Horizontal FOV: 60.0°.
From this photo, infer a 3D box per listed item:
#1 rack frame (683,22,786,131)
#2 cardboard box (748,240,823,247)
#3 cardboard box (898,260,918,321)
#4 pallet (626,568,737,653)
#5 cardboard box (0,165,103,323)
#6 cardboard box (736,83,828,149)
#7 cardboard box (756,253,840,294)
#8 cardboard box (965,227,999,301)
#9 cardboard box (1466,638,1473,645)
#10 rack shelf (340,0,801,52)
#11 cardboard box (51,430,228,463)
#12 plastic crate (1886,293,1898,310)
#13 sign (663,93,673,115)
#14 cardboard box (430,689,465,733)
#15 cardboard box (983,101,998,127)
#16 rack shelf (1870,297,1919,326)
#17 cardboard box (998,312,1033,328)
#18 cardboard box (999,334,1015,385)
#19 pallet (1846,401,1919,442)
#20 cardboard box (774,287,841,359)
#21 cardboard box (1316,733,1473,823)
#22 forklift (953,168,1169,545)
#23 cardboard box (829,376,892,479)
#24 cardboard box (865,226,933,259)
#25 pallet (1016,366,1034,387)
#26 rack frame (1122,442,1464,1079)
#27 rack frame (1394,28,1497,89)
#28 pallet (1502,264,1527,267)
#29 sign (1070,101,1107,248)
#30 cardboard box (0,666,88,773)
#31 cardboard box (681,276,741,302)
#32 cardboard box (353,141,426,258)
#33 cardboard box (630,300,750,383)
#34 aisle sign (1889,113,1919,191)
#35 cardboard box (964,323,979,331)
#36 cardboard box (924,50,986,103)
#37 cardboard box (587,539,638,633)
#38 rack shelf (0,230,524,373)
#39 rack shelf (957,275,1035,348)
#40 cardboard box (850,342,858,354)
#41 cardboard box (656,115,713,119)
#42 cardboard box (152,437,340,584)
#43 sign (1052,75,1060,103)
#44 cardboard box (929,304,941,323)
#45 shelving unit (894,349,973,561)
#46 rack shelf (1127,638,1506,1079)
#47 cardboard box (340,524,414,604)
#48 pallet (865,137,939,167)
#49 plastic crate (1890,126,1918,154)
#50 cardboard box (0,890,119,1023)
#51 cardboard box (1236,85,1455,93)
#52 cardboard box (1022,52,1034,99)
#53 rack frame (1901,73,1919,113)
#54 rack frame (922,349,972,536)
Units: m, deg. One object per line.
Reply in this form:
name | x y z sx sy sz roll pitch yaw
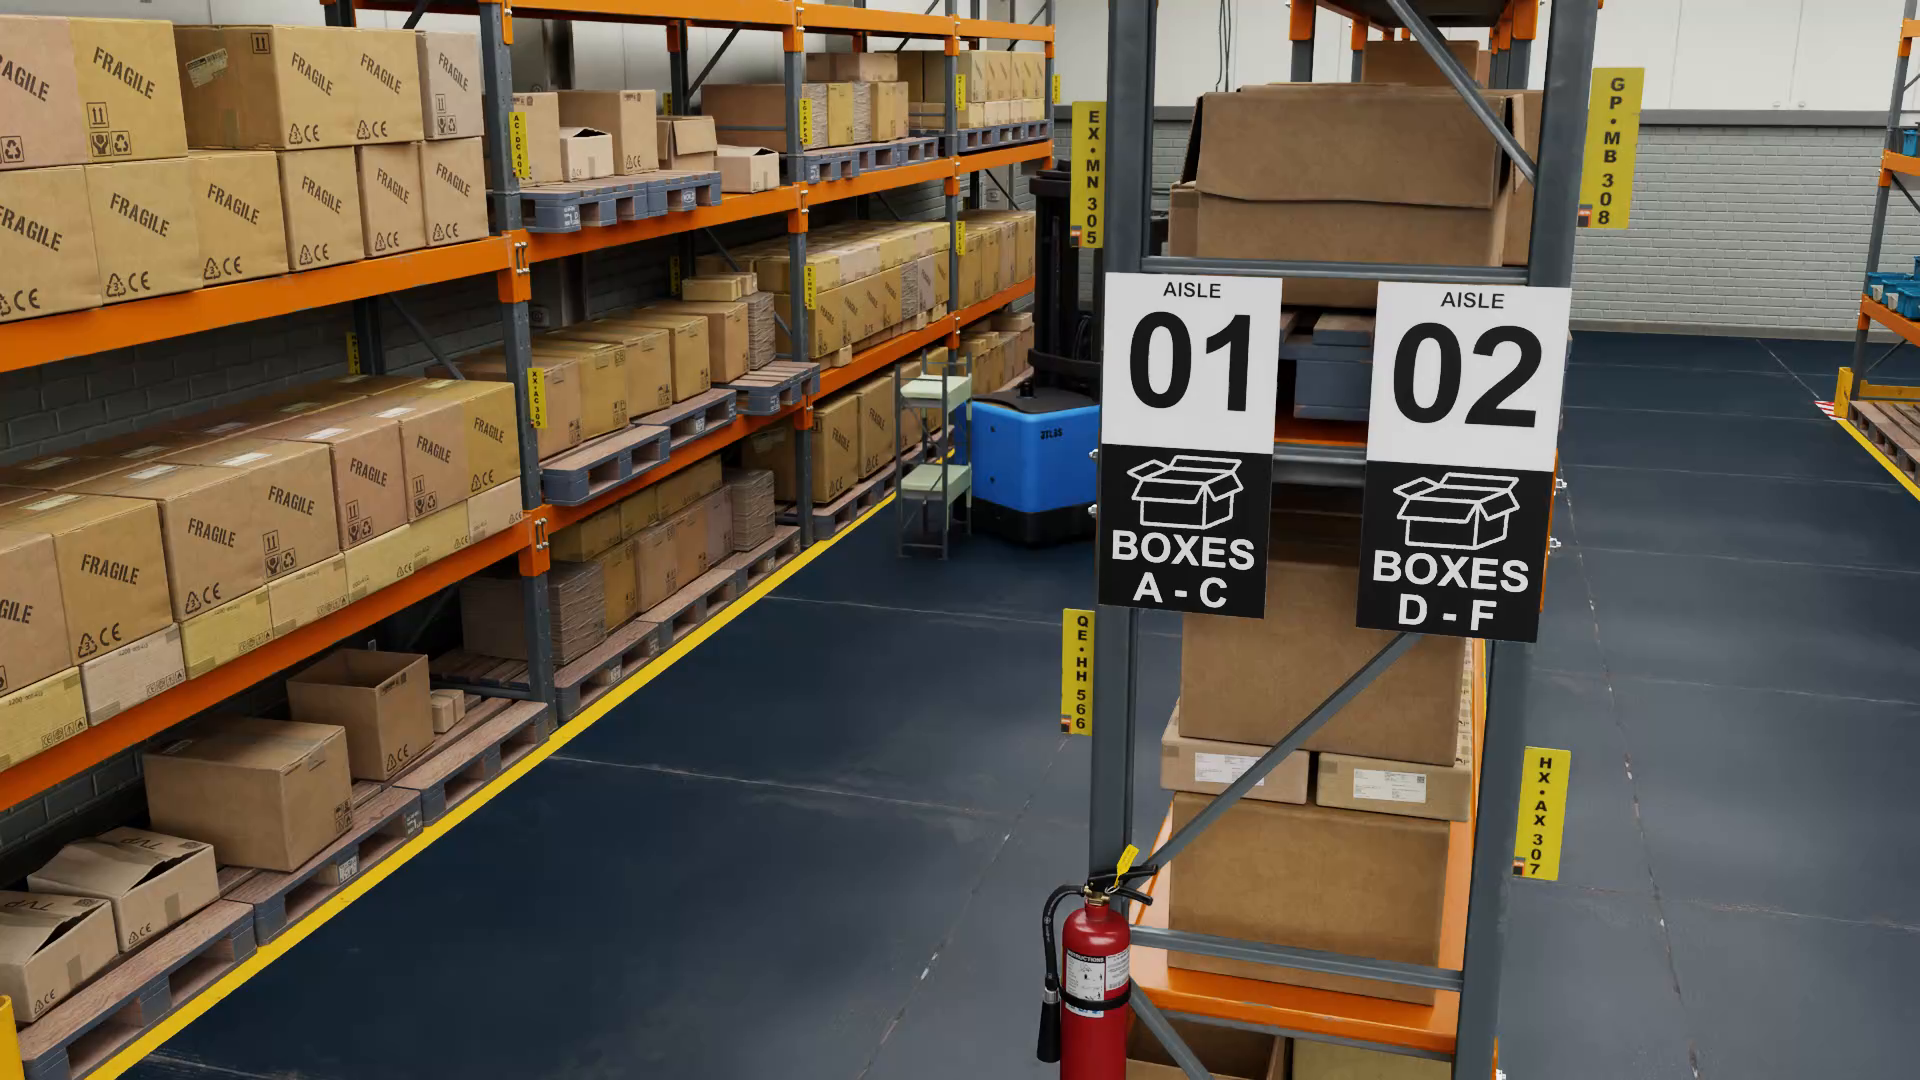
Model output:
rack frame | -1.655 -4.316 12.055 0.949 2.616 0.053 5 16 16
cardboard box | -1.479 -2.400 14.154 0.500 0.250 0.500 4 16 14
cardboard box | -0.698 -2.272 15.078 0.500 0.500 0.500 5 16 16
pallet | -2.231 0.434 11.413 1.003 0.211 1.213 5 16 16
cardboard box | -3.411 -1.044 5.796 0.500 0.500 0.500 6 17 20
cardboard box | -1.476 -3.407 13.358 0.700 0.500 0.500 4 16 13
cardboard box | -1.274 -2.098 13.090 0.500 0.250 0.500 5 17 17
cardboard box | -0.139 -2.952 17.691 0.980 0.700 0.700 4 16 14
cardboard box | 1.428 0.330 5.298 0.380 0.149 0.250 4 16 14
rack shelf | -2.227 -3.255 10.364 1.077 0.370 4.000 5 16 16
cardboard box | -3.564 -0.174 7.308 0.500 0.500 0.500 5 17 17
plastic crate | 9.364 -2.363 16.536 0.250 0.136 0.298 5 16 16
sign | -2.188 -3.205 12.543 0.100 0.325 0.005 5 16 16
cardboard box | -2.919 0.910 9.010 0.380 0.166 0.250 2 16 9
cardboard box | 0.086 -4.390 17.136 0.500 0.250 0.500 4 16 15
rack shelf | 9.545 -1.980 15.772 0.919 0.124 3.809 5 16 16
cardboard box | 0.650 -2.596 19.608 0.380 0.149 0.250 4 16 15
cardboard box | 0.227 -2.069 18.939 0.700 0.500 0.500 4 16 14
pallet | 9.842 -1.201 17.176 1.003 0.211 1.213 5 16 16
cardboard box | -1.275 -1.738 13.196 0.500 0.500 0.500 5 17 18
cardboard box | 1.136 0.600 4.346 0.380 0.149 0.250 5 16 15
forklift | 1.421 -1.640 13.857 3.031 2.867 1.129 -12 20 -36
cardboard box | -1.069 -1.009 14.559 0.750 0.750 0.750 5 16 16
cardboard box | -0.564 -2.763 15.435 0.500 0.250 0.500 5 17 17
pallet | 0.463 -1.966 19.875 1.003 0.211 1.213 5 16 16
rack frame | 0.815 1.046 4.146 0.949 2.616 0.053 5 16 16
rack frame | 4.229 -4.980 14.395 1.000 3.000 0.127 5 16 16
pallet | 1.389 -0.858 5.521 1.003 0.211 1.213 5 16 16
sign | 0.302 -0.831 3.787 0.100 0.325 0.005 5 16 16
cardboard box | -3.489 0.622 5.877 0.500 0.250 0.500 4 16 14
cardboard box | -1.805 -1.824 12.085 0.380 0.149 0.250 2 16 7
cardboard box | -2.858 -1.602 7.763 0.500 0.500 0.500 3 16 11
cardboard box | -1.915 -1.418 11.842 0.700 0.500 0.500 3 16 11
aisle sign | 9.849 -4.047 17.338 0.394 0.787 0.004 5 16 16
cardboard box | -0.003 -2.360 18.776 0.380 0.149 0.250 5 17 16
cardboard box | -0.050 -4.623 16.583 0.500 0.500 0.500 4 16 15
cardboard box | -2.503 0.274 10.640 0.700 0.500 0.500 4 16 15
rack shelf | -3.364 -0.957 7.029 1.077 0.370 4.000 5 16 16
rack shelf | 0.047 -2.654 18.507 1.077 0.370 4.000 5 16 16
cardboard box | -1.088 -1.659 14.106 0.380 0.149 0.250 5 17 17
cardboard box | -2.084 -2.760 11.848 0.500 0.500 0.500 5 16 16
cardboard box | -3.070 -0.136 7.177 0.500 0.500 0.500 5 17 18
sign | 1.131 -5.308 19.573 0.100 0.325 0.005 5 16 16
cardboard box | -0.396 -2.187 15.967 0.380 0.149 0.250 5 17 17
shelving unit | -0.198 -0.674 12.958 0.431 1.500 0.755 4 16 14
rack shelf | 1.387 0.869 6.088 1.077 0.370 4.000 5 16 16
cardboard box | -2.917 0.089 7.758 0.500 0.250 0.500 5 16 16
pallet | -0.735 -3.584 15.322 0.805 0.209 1.217 4 16 14
plastic crate | 9.737 -4.056 16.875 0.497 0.269 0.590 5 16 16
cardboard box | -3.649 1.571 6.416 0.500 0.311 0.500 3 16 10
cardboard box | 1.366 -1.342 5.850 0.797 0.503 0.637 7 17 22
cardboard box | 0.516 -5.162 18.483 0.500 0.500 0.500 5 17 18
rack frame | 10.117 -5.641 16.726 0.949 2.616 0.053 5 16 16
rack frame | -0.105 -0.771 13.298 0.400 1.500 0.023 4 16 14
